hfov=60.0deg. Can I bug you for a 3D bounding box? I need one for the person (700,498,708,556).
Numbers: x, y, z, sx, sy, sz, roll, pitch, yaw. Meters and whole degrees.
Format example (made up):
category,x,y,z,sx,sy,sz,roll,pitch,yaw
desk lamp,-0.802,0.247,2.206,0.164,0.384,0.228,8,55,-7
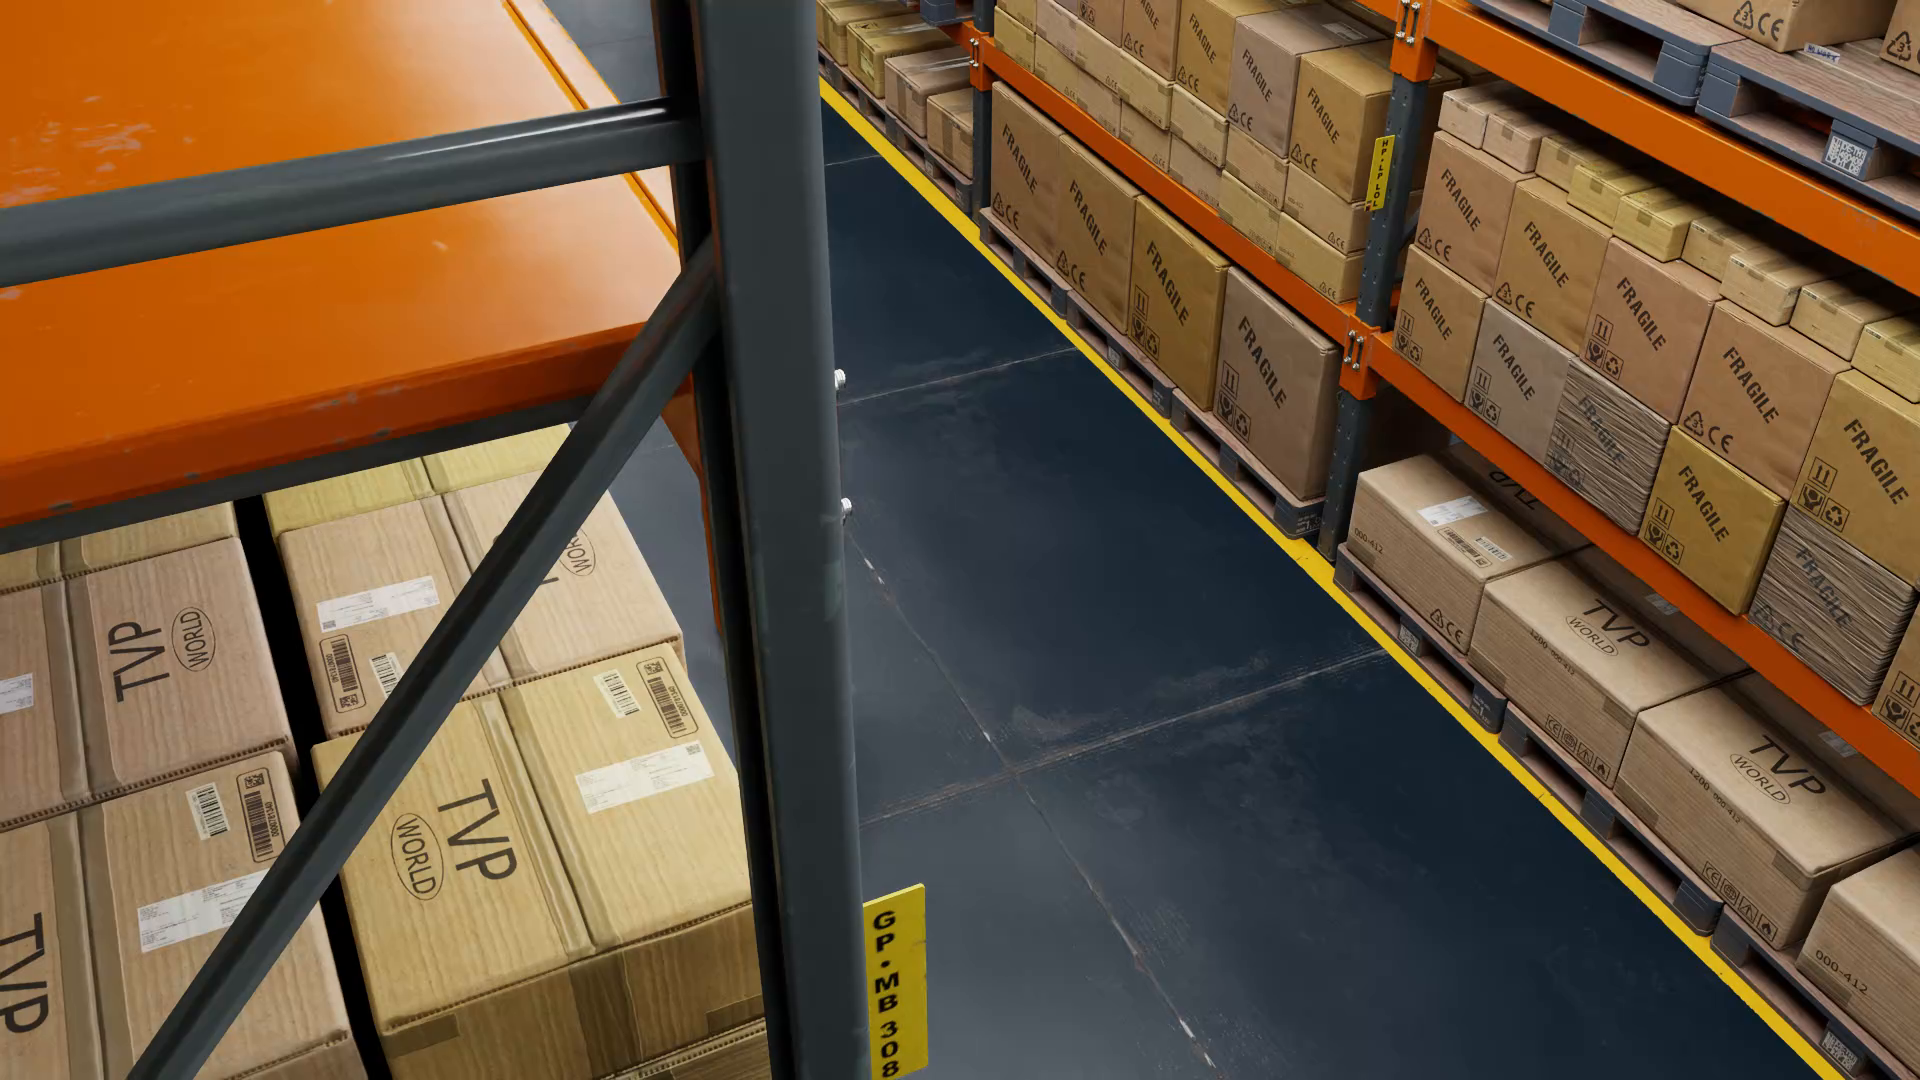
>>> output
category,x,y,z,sx,sy,sz,roll,pitch,yaw
person,-0.814,-0.023,6.909,0.528,1.721,0.360,-15,40,-19
